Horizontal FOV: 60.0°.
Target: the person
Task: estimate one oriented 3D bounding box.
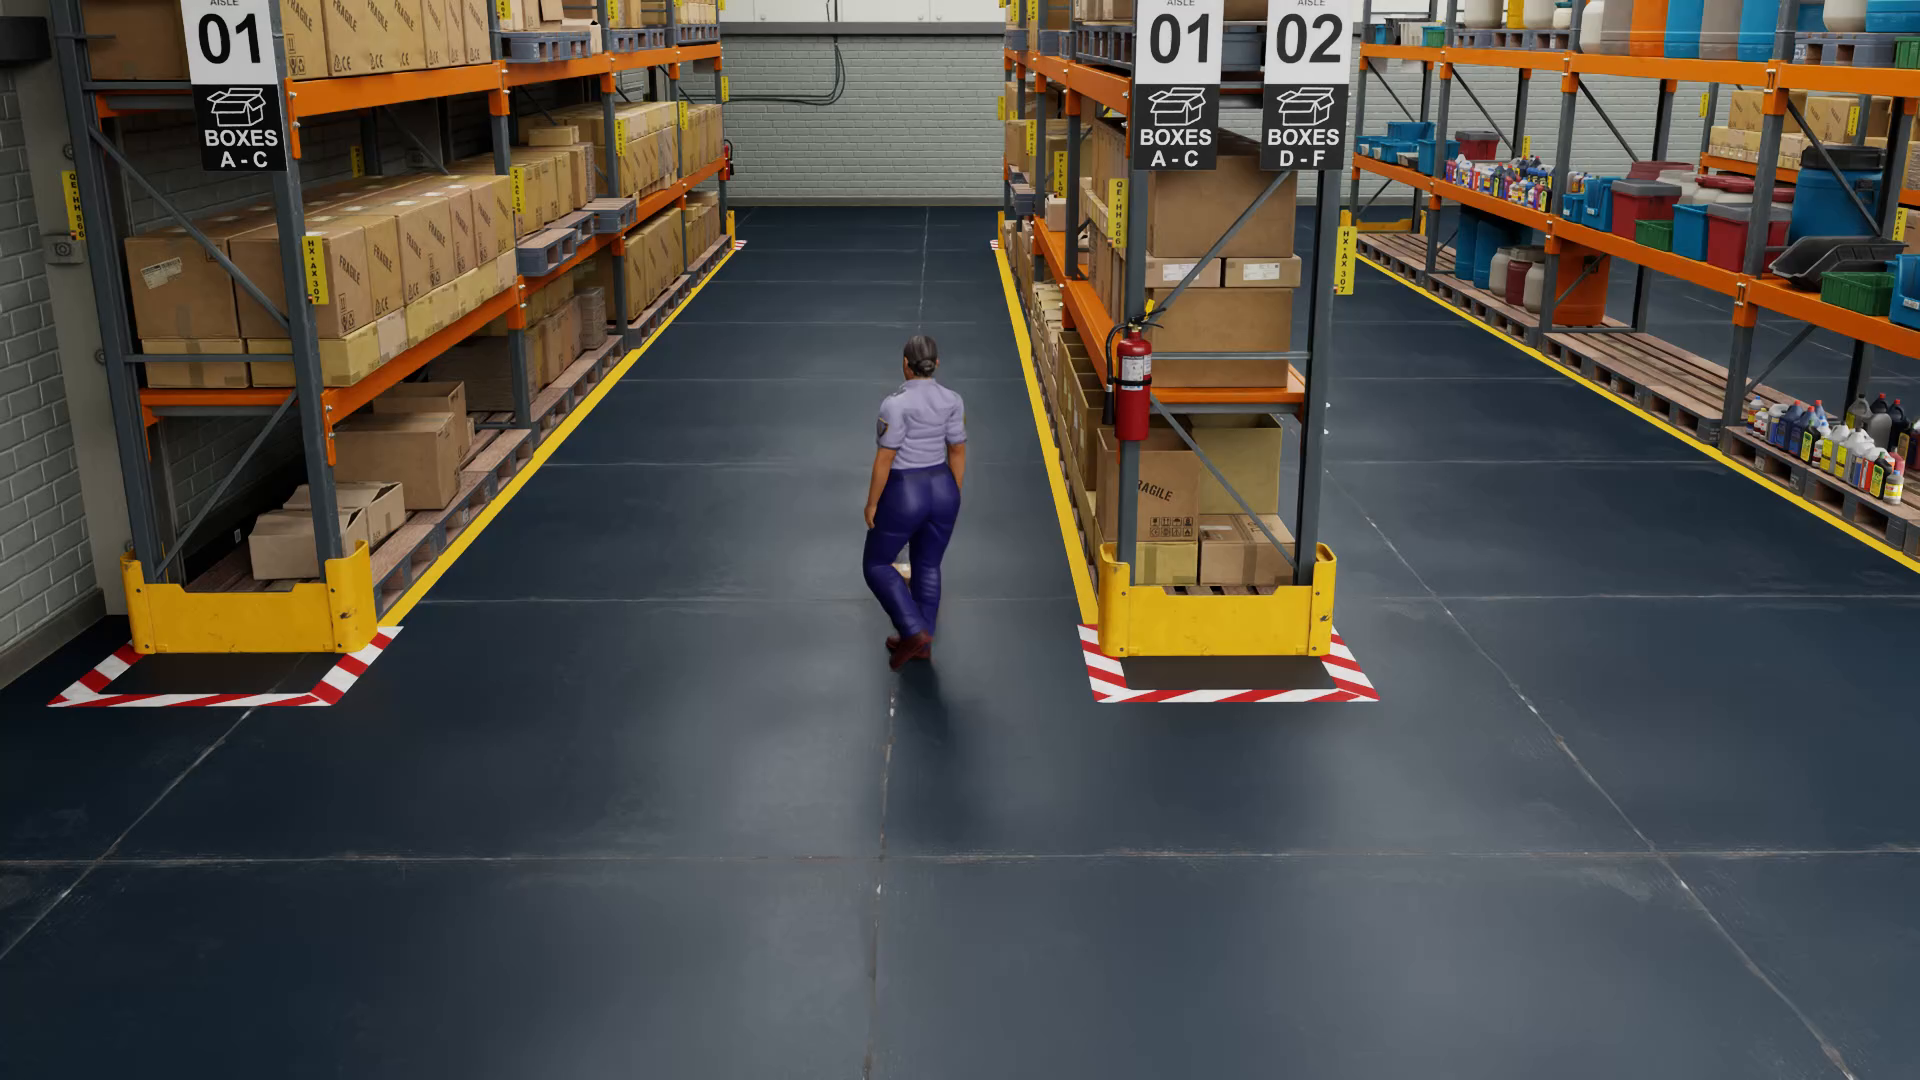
[{"bbox_3d":[-0.211,-0.184,8.133,0.499,1.644,0.517,-11,21,-32],"label":"person"}]
